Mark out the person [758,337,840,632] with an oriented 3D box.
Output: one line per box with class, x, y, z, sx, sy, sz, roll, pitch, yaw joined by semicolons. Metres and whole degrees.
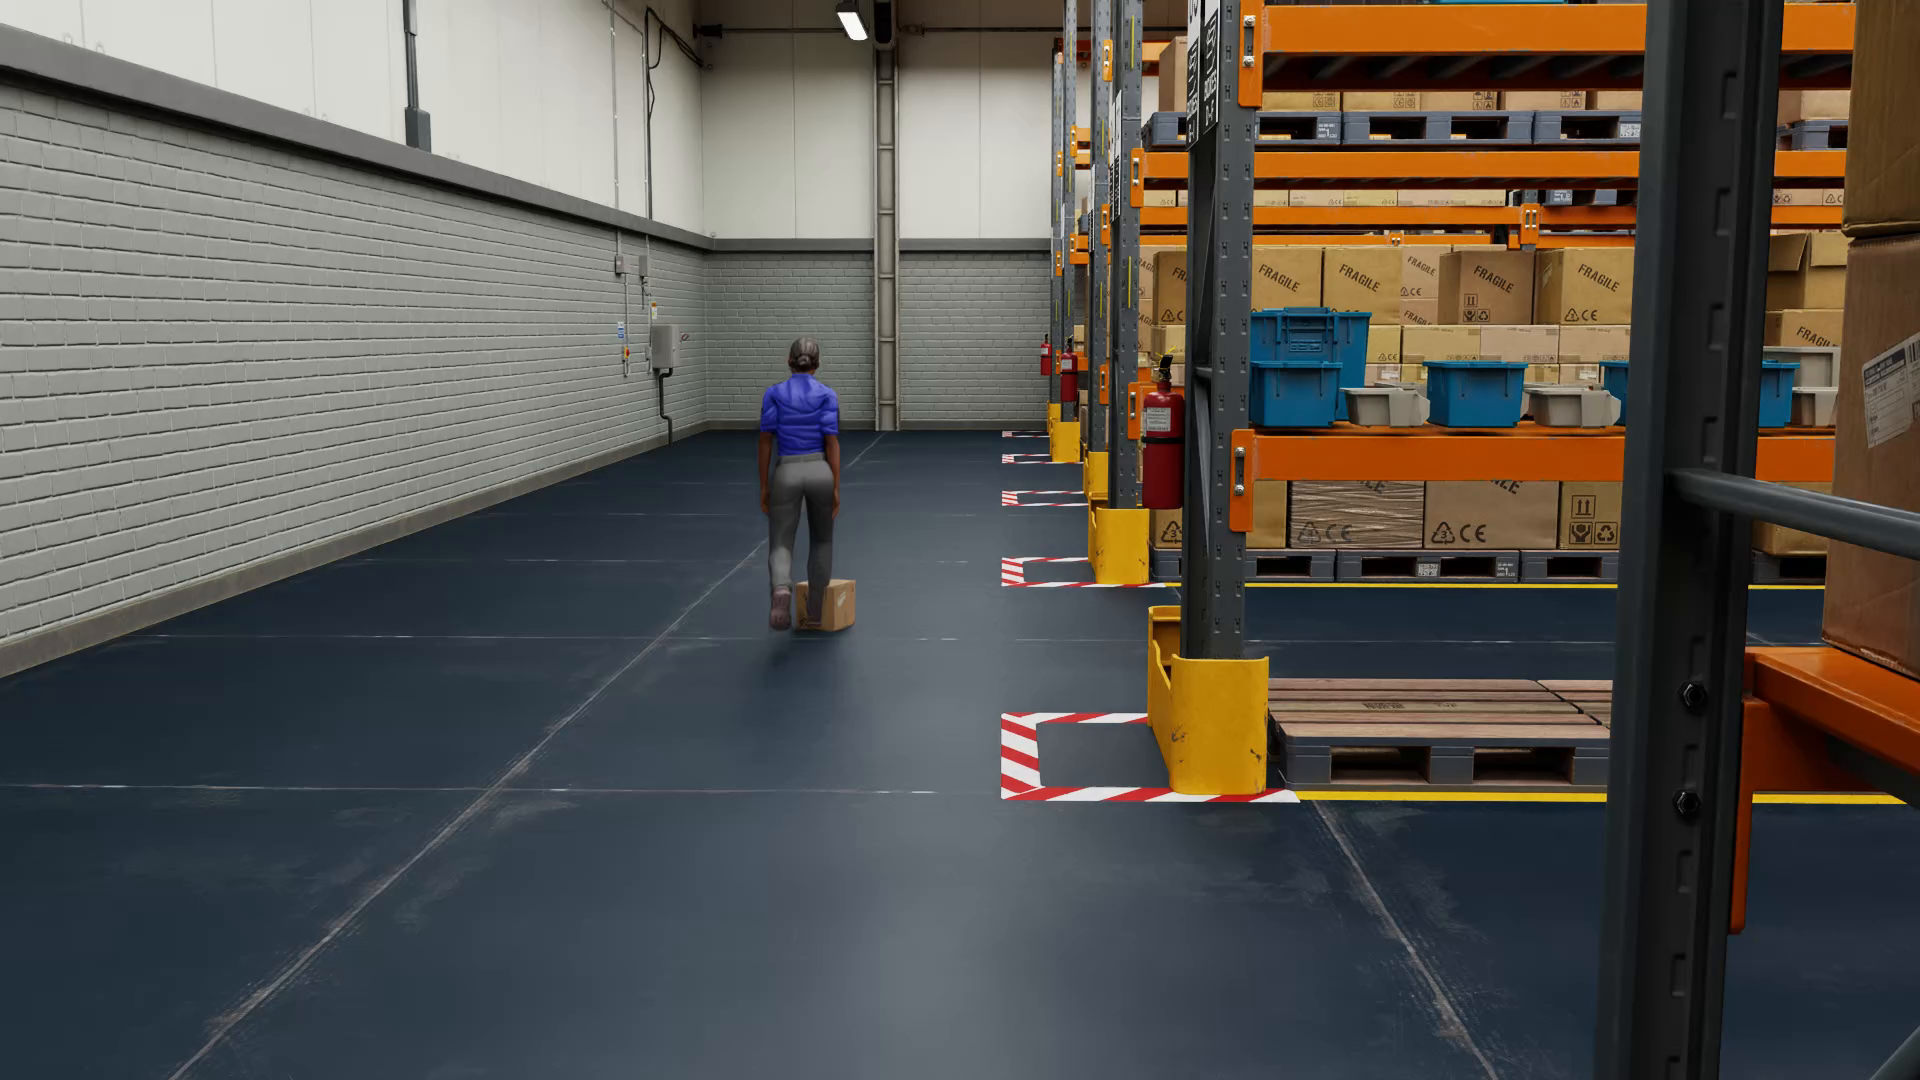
person;-0.874;-0.295;9.067;0.442;1.609;0.863;0;7;-2
